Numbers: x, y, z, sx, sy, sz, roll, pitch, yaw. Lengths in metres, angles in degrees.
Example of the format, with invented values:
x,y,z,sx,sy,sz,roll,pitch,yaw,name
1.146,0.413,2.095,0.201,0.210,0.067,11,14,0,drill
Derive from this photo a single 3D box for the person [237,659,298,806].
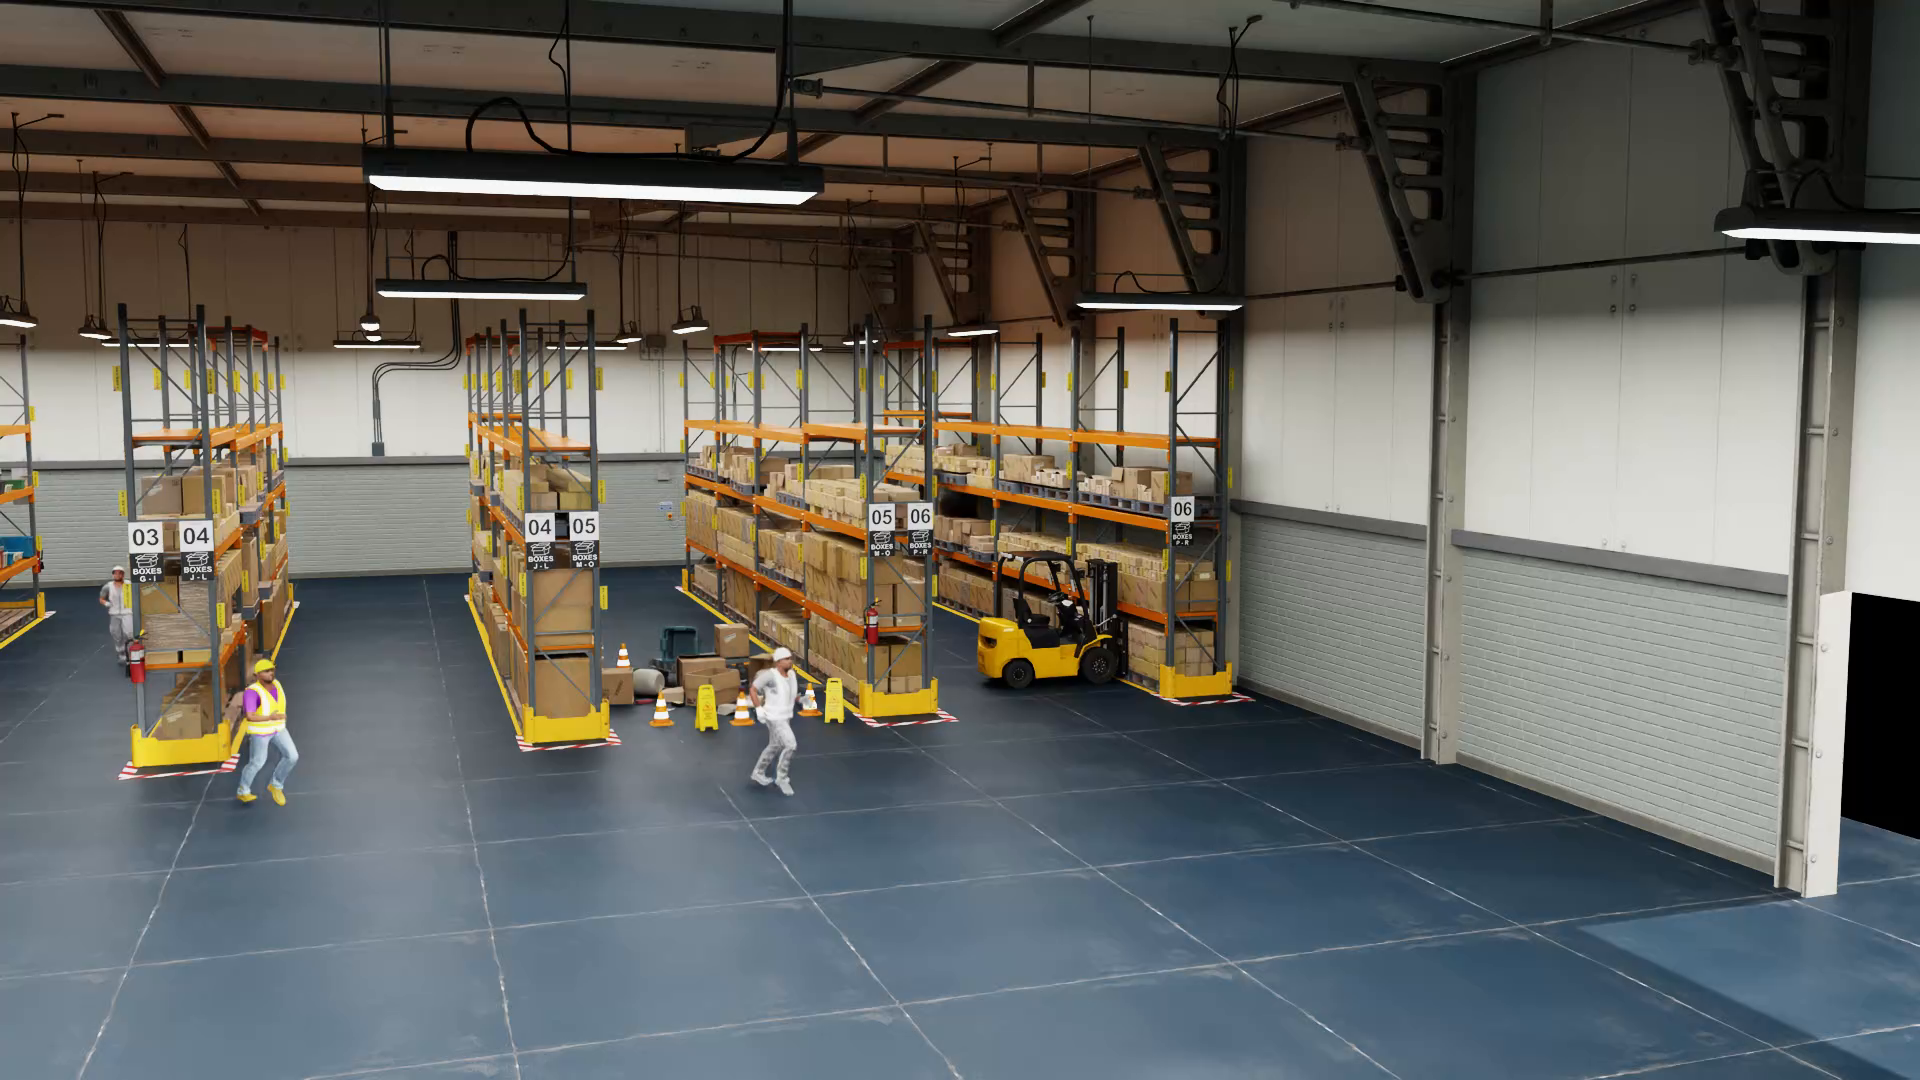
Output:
x,y,z,sx,sy,sz,roll,pitch,yaw,name
-8.205,2.265,19.607,0.752,1.759,0.666,3,6,28,person

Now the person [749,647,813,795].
x,y,z,sx,sy,sz,roll,pitch,yaw,name
-2.215,2.207,20.358,0.868,1.812,0.593,2,6,24,person

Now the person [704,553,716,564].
x,y,z,sx,sy,sz,roll,pitch,yaw,name
-6.198,0.274,41.529,0.590,1.561,0.641,2,6,21,person

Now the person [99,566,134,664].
x,y,z,sx,sy,sz,roll,pitch,yaw,name
-14.806,1.330,29.348,0.685,1.757,0.552,-2,6,-19,person
